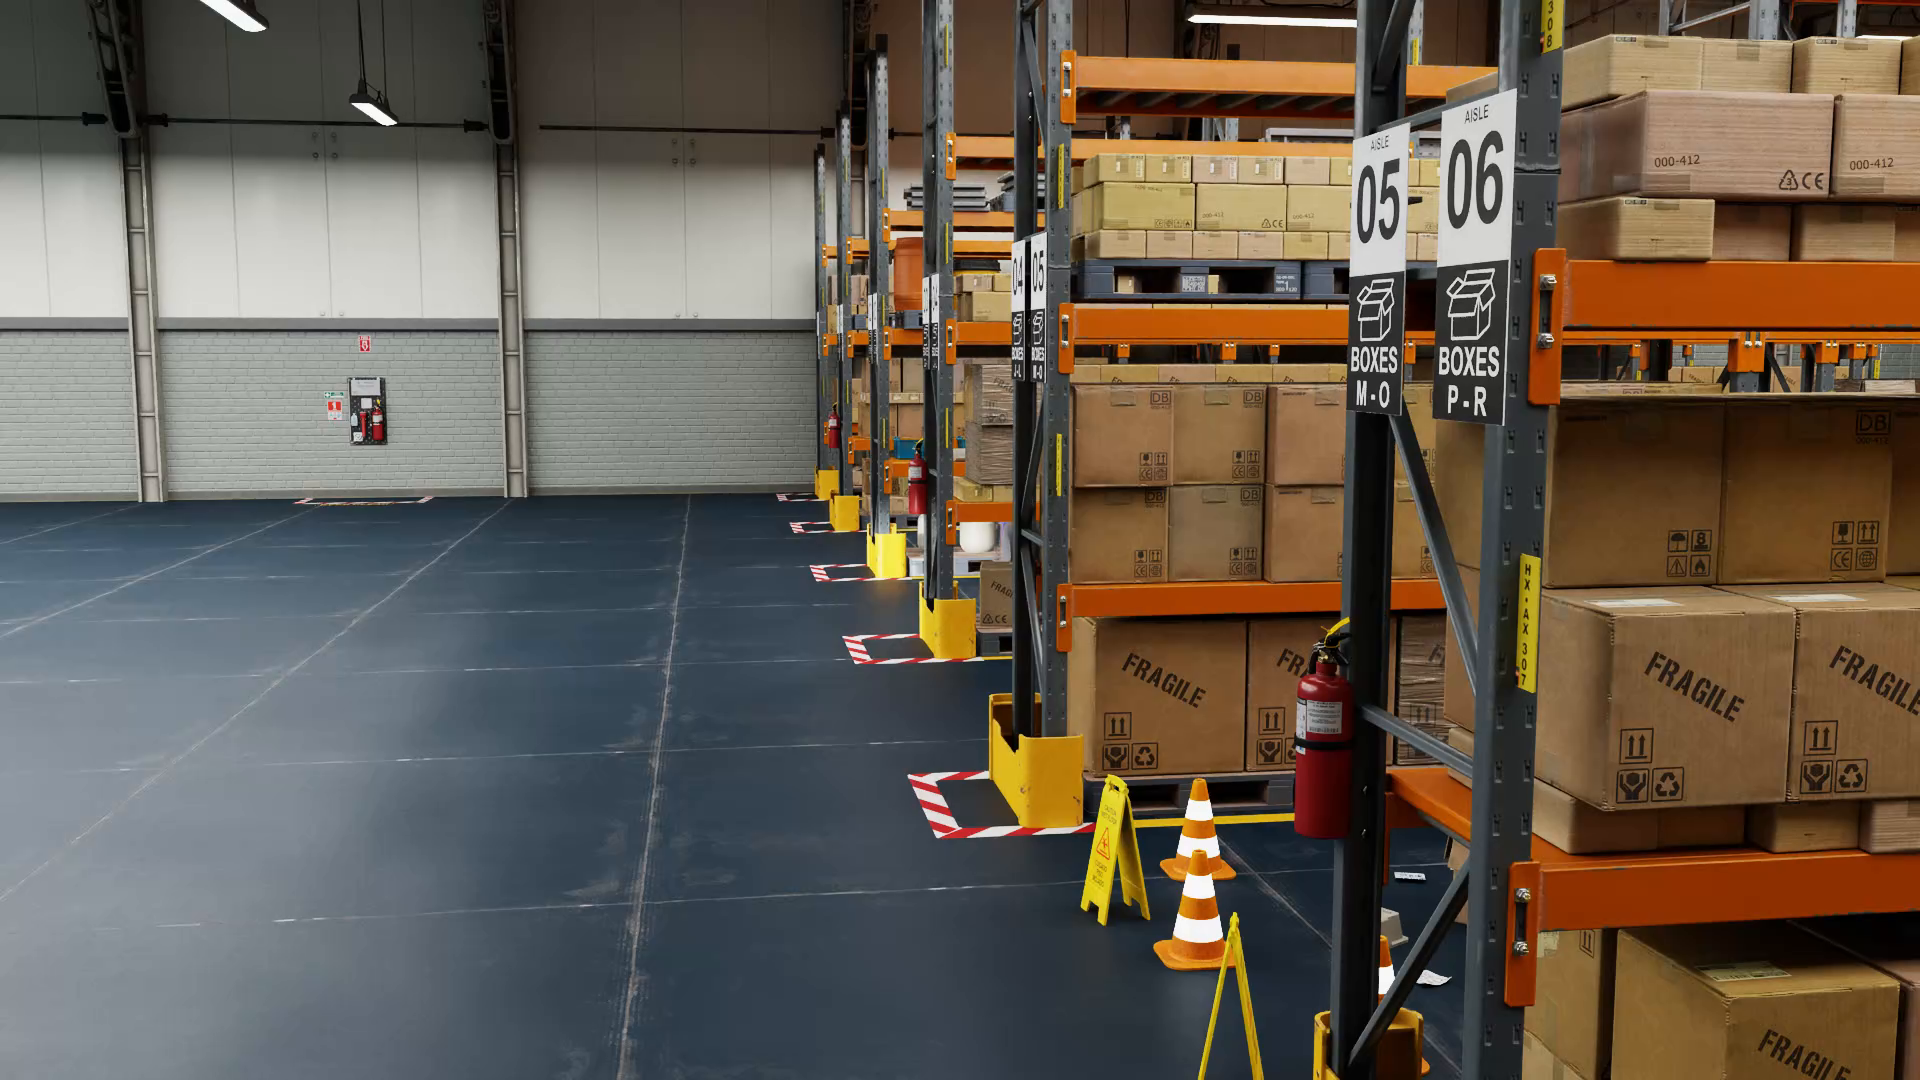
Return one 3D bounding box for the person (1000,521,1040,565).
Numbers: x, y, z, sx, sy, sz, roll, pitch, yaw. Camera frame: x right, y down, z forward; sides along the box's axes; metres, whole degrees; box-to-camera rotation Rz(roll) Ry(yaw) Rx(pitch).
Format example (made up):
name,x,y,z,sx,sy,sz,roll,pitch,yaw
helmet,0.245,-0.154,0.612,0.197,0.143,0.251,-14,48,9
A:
name,x,y,z,sx,sy,sz,roll,pitch,yaw
person,0.598,-0.093,16.671,0.407,1.550,0.596,-1,7,-10
